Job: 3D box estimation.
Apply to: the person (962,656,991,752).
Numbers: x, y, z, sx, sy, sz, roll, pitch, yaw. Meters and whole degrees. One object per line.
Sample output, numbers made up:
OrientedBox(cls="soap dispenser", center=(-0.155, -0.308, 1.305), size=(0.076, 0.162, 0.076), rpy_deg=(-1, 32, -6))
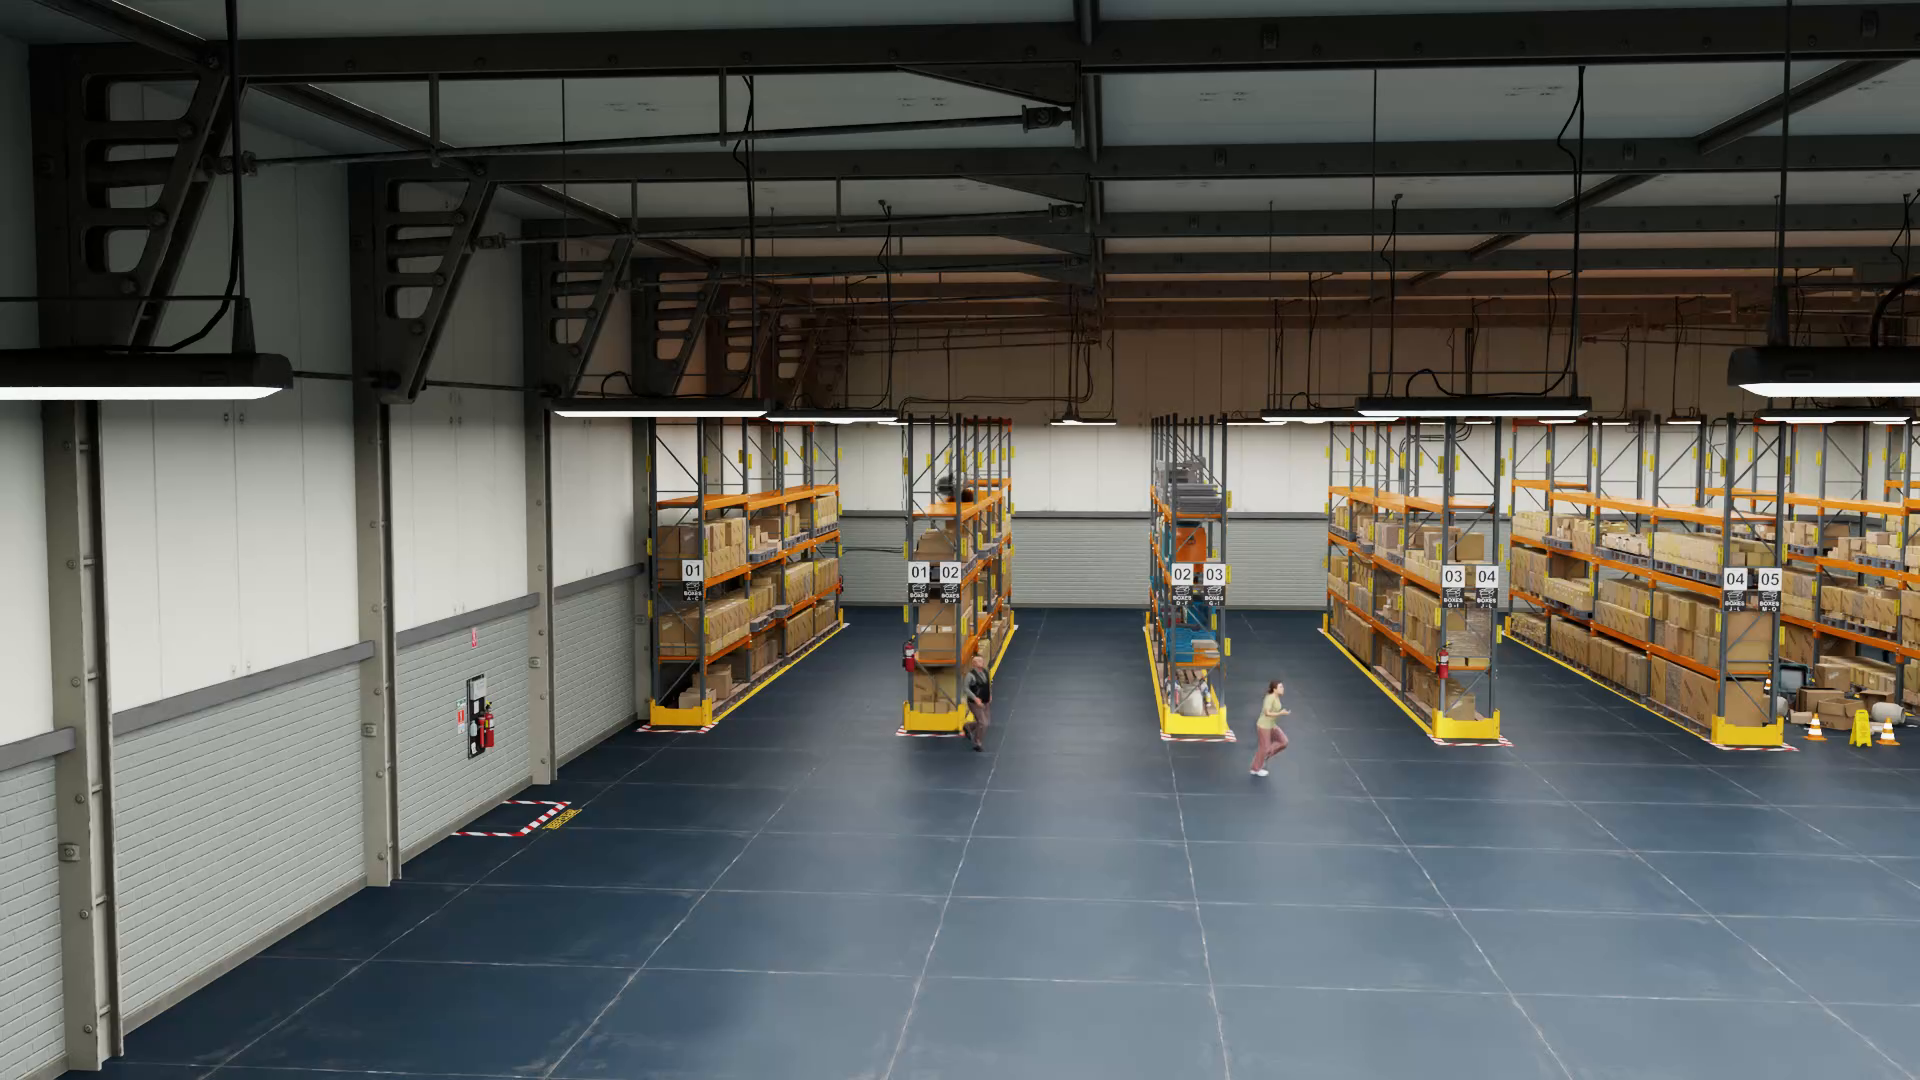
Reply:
OrientedBox(cls="person", center=(0.272, 2.899, 29.602), size=(0.651, 1.709, 0.668), rpy_deg=(4, 5, 43))

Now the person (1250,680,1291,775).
OrientedBox(cls="person", center=(5.098, 3.077, 27.264), size=(0.720, 1.596, 0.570), rpy_deg=(3, 5, 35))

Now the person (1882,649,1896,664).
OrientedBox(cls="person", center=(21.362, 2.360, 38.045), size=(0.504, 1.638, 0.711), rpy_deg=(0, 4, 4))
